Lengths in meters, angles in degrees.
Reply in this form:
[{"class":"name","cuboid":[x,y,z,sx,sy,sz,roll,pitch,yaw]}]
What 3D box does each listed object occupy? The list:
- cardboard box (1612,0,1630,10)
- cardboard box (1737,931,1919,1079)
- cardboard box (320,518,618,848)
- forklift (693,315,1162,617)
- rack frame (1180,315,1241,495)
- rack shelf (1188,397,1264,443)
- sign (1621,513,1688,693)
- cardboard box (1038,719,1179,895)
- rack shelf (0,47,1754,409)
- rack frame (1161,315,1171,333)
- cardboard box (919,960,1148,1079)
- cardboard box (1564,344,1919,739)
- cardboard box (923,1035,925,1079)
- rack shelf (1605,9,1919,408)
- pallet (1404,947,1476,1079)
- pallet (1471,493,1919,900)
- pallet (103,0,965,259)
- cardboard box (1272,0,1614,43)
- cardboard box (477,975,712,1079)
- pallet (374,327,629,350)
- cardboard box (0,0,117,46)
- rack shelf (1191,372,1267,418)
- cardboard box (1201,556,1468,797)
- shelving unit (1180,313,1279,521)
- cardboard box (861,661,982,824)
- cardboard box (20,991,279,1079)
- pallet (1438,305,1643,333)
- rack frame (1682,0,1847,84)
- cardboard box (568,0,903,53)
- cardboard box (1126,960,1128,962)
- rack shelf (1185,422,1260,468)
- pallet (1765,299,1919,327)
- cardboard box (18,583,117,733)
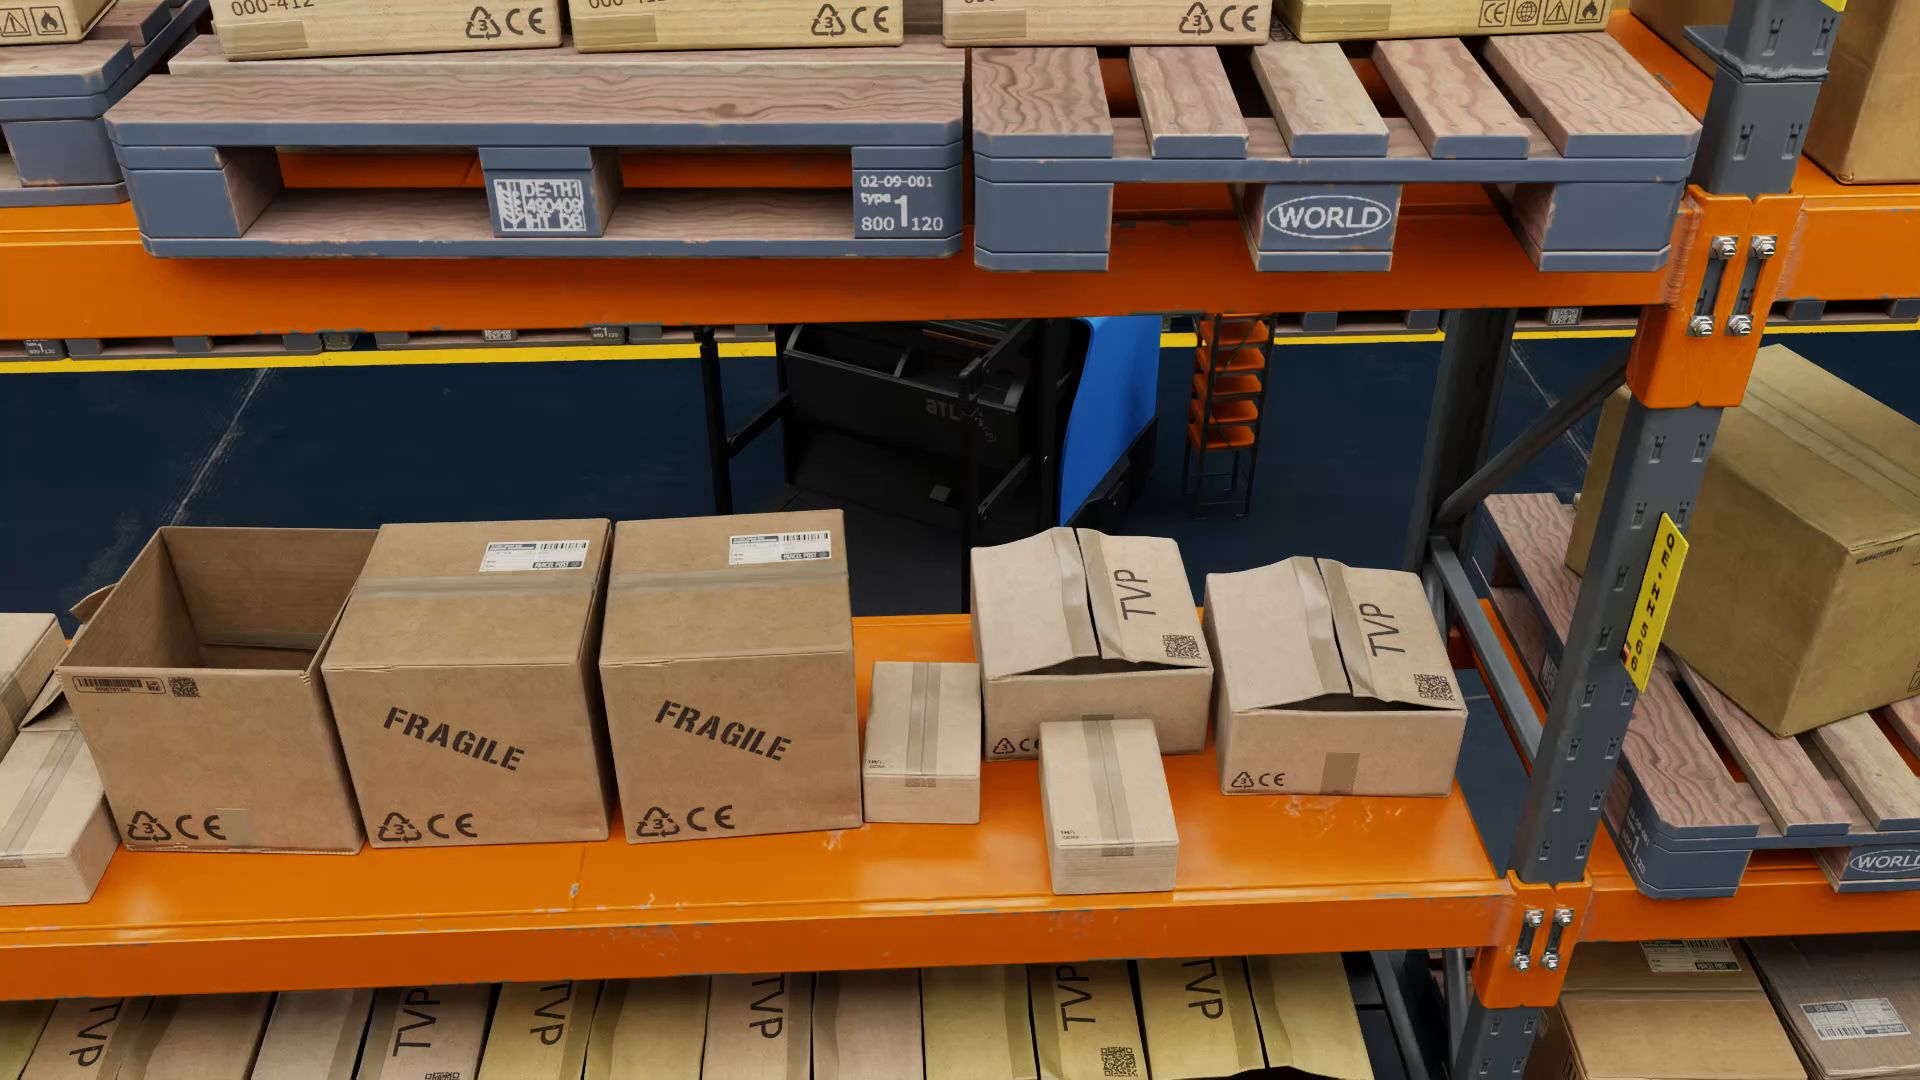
[{"class":"cardboard box","cuboid":[2.991,-2.620,7.533,0.500,0.500,0.500,-1,35,-1]},{"class":"cardboard box","cuboid":[2.183,1.255,4.111,0.500,0.500,0.500,-3,35,-4]},{"class":"cardboard box","cuboid":[-1.009,0.302,3.589,0.500,0.500,0.500,-1,35,-2]},{"class":"forklift","cuboid":[-0.288,-0.886,5.455,1.130,2.935,3.031,16,38,22]},{"class":"rack frame","cuboid":[1.053,-0.677,6.658,0.240,1.200,0.006,-5,38,-8]},{"class":"rack shelf","cuboid":[1.066,-0.492,6.687,0.258,0.103,0.180,-5,38,-8]},{"class":"sign","cuboid":[1.222,0.114,2.932,0.005,0.325,0.100,-2,35,-2]},{"class":"cardboard box","cuboid":[0.307,0.560,3.526,0.250,0.149,0.380,-2,35,-2]},{"class":"rack shelf","cuboid":[-0.805,-0.609,2.990,4.000,0.370,1.077,-2,35,-2]},{"class":"rack frame","cuboid":[0.954,-2.541,7.786,0.127,3.000,1.000,-2,35,-2]},{"class":"cardboard box","cuboid":[0.162,1.174,3.972,0.500,0.311,0.500,-2,35,-3]},{"class":"cardboard box","cuboid":[1.816,-0.020,3.686,0.500,0.500,0.700,-13,37,-18]},{"class":"cardboard box","cuboid":[0.164,1.402,4.136,0.500,0.250,0.500,-2,35,-3]},{"class":"rack shelf","cuboid":[3.190,-0.717,3.146,4.000,0.370,1.077,-2,35,-2]},{"class":"pallet","cuboid":[1.940,1.423,4.508,1.213,0.211,1.003,-2,35,-2]},{"class":"pallet","cuboid":[1.866,0.296,3.856,1.003,0.211,1.213,-2,35,-2]},{"class":"pallet","cuboid":[-0.598,-0.780,2.771,1.213,0.211,1.003,0,35,0]},{"class":"cardboard box","cuboid":[0.742,-1.025,2.723,0.500,0.250,0.500,-4,35,-6]},{"class":"cardboard box","cuboid":[-0.843,1.198,3.937,0.500,0.311,0.500,-1,35,-1]},{"class":"pallet","cuboid":[-2.264,-1.308,8.455,1.213,0.211,1.003,-2,35,-2]},{"class":"cardboard box","cuboid":[-1.639,-0.989,2.670,0.500,0.250,0.500,-5,35,-7]},{"class":"rack shelf","cuboid":[1.067,-0.587,6.614,0.258,0.103,0.180,-5,38,-8]},{"class":"cardboard box","cuboid":[0.827,0.297,3.764,0.500,0.311,0.500,1,35,1]},{"class":"shelving unit","cuboid":[1.068,-0.622,6.587,0.258,1.200,0.189,-5,38,-8]},{"class":"cardboard box","cuboid":[-0.079,0.445,3.692,0.250,0.149,0.380,1,35,1]},{"class":"cardboard box","cuboid":[-1.878,1.230,3.891,0.500,0.311,0.500,-2,35,-3]},{"class":"pallet","cuboid":[2.961,-1.404,8.593,1.213,0.211,1.003,-2,35,-2]},{"class":"rack frame","cuboid":[1.193,-2.192,2.010,0.127,3.000,1.000,-2,35,-2]},{"class":"cardboard box","cuboid":[-0.353,-0.992,2.674,0.500,0.250,0.500,-2,35,-3]},{"class":"cardboard box","cuboid":[0.655,0.849,4.441,0.500,0.311,0.500,0,35,-1]},{"class":"rack shelf","cuboid":[1.065,-0.396,6.760,0.258,0.103,0.180,-5,38,-8]},{"class":"pallet","cuboid":[4.183,-1.438,8.643,1.213,0.211,1.003,-2,35,-2]},{"class":"cardboard box","cuboid":[-1.933,0.310,3.784,0.258,0.266,0.396,-2,35,-3]}]
